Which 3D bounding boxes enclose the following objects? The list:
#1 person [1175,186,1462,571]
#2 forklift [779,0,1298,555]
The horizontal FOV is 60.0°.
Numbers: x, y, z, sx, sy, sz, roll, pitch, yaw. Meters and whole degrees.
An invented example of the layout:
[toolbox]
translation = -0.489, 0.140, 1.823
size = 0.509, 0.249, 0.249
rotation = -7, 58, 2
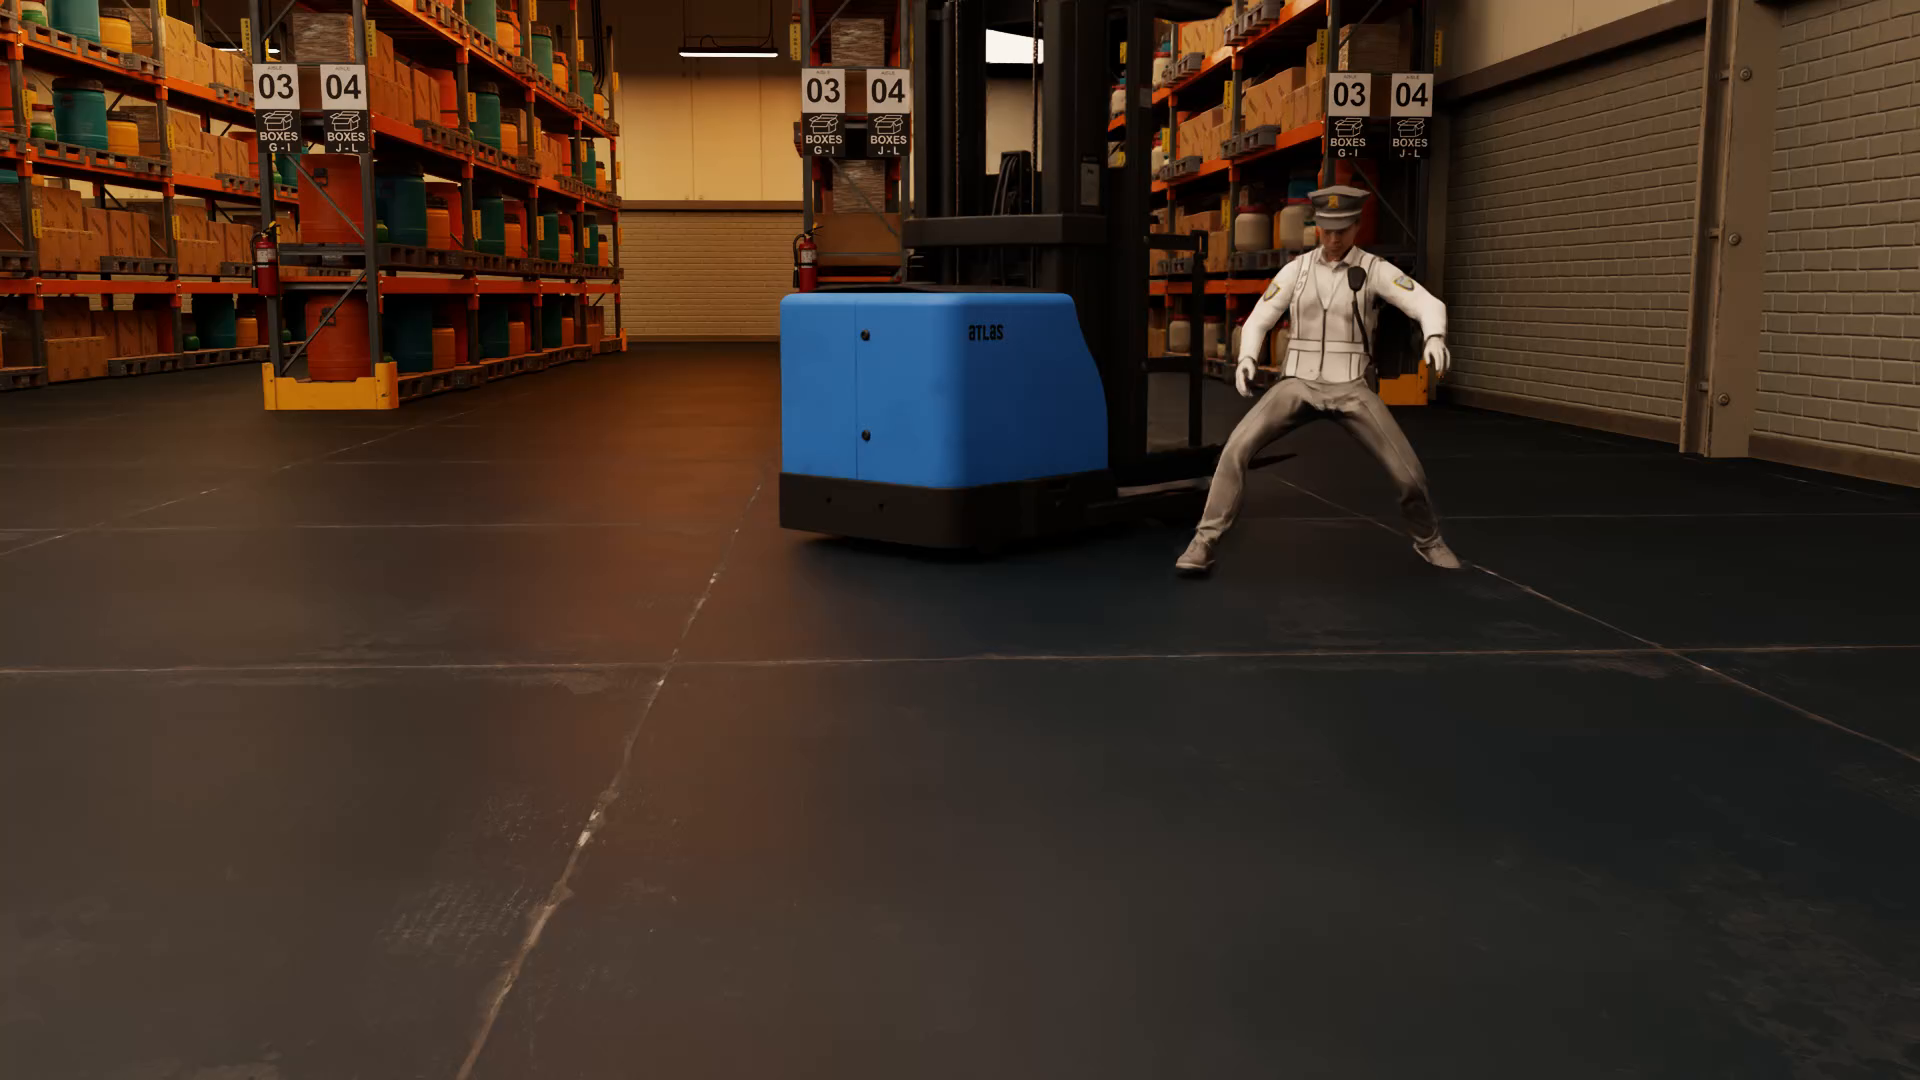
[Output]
[person]
translation = 1.430, -0.597, 6.424
size = 0.978, 1.521, 0.946
rotation = 4, 9, 23
[forklift]
translation = 0.563, -1.555, 7.806
size = 1.130, 2.935, 3.031
rotation = 7, 11, 41
